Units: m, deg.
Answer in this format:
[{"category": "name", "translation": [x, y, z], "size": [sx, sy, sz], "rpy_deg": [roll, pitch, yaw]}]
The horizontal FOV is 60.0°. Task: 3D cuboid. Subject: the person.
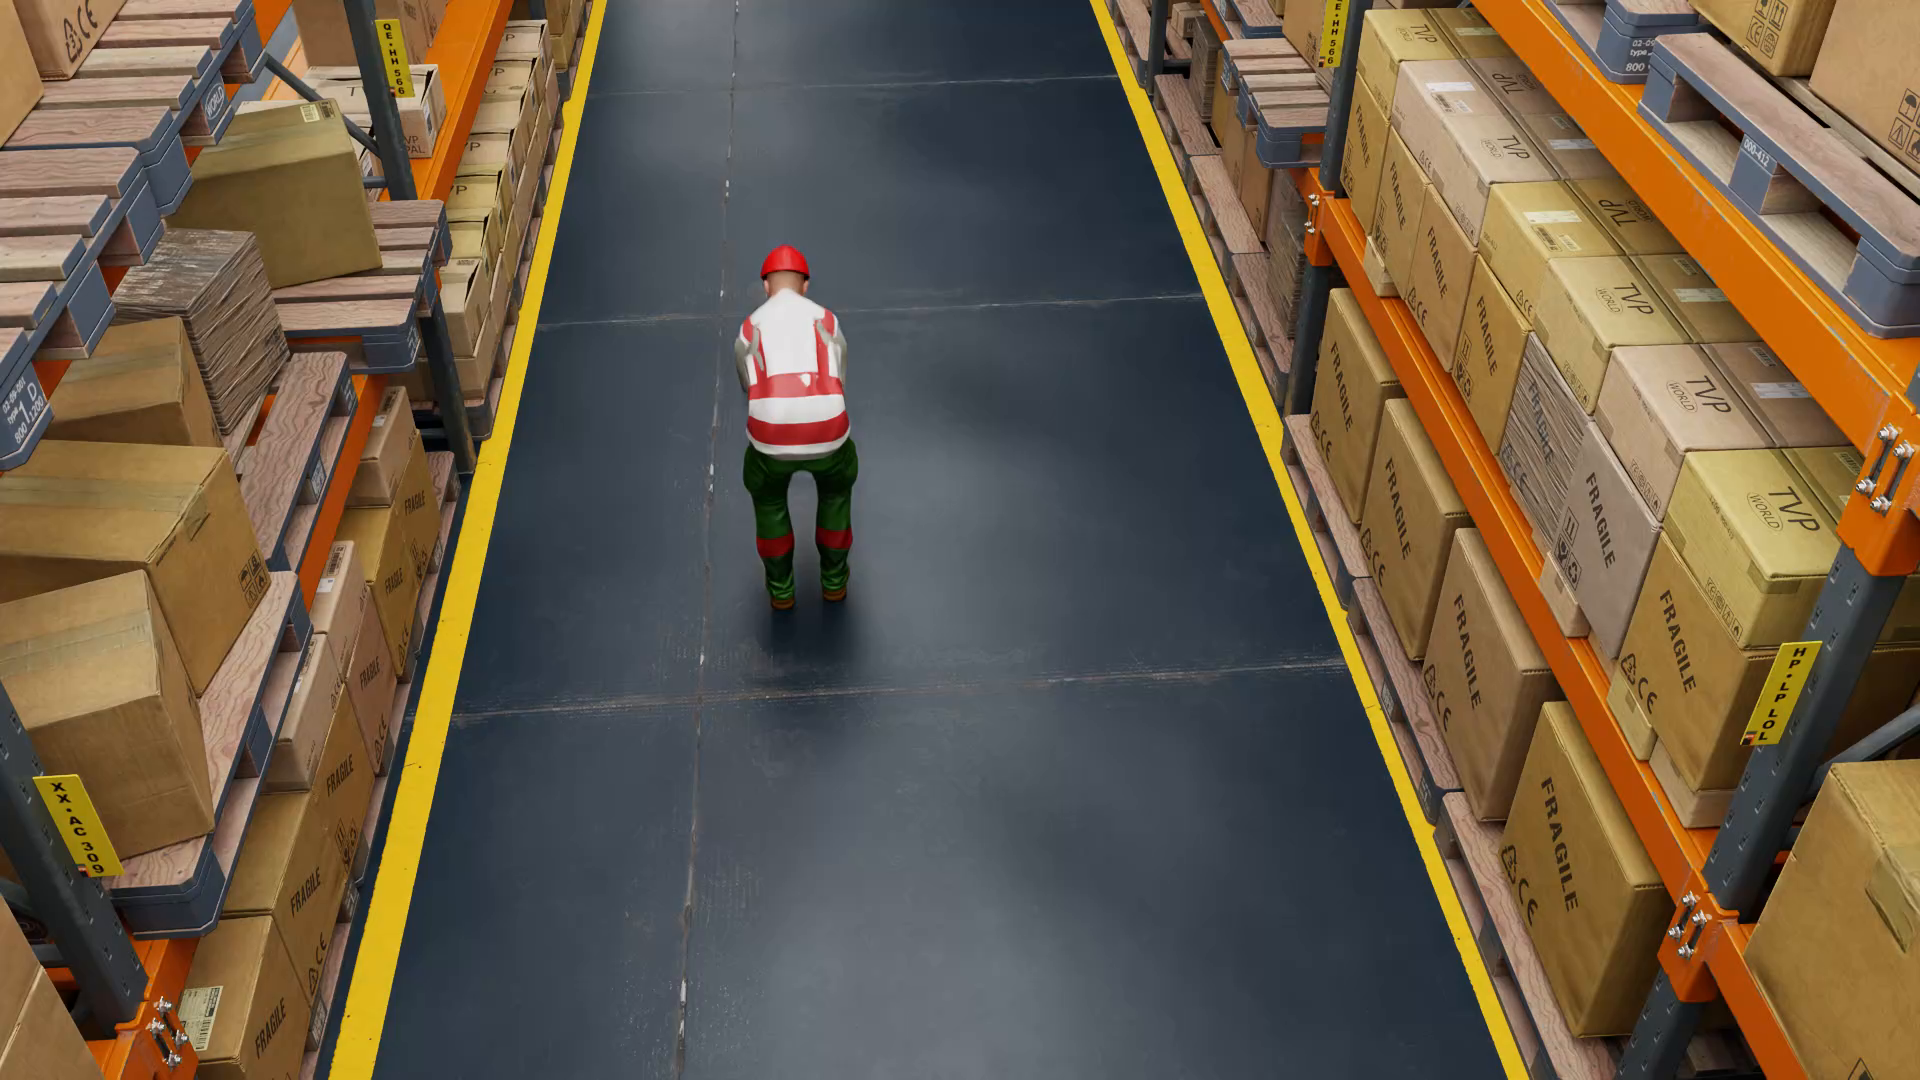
[{"category": "person", "translation": [-0.681, -0.451, 7.003], "size": [0.480, 1.401, 0.887], "rpy_deg": [-4, 39, -5]}]
